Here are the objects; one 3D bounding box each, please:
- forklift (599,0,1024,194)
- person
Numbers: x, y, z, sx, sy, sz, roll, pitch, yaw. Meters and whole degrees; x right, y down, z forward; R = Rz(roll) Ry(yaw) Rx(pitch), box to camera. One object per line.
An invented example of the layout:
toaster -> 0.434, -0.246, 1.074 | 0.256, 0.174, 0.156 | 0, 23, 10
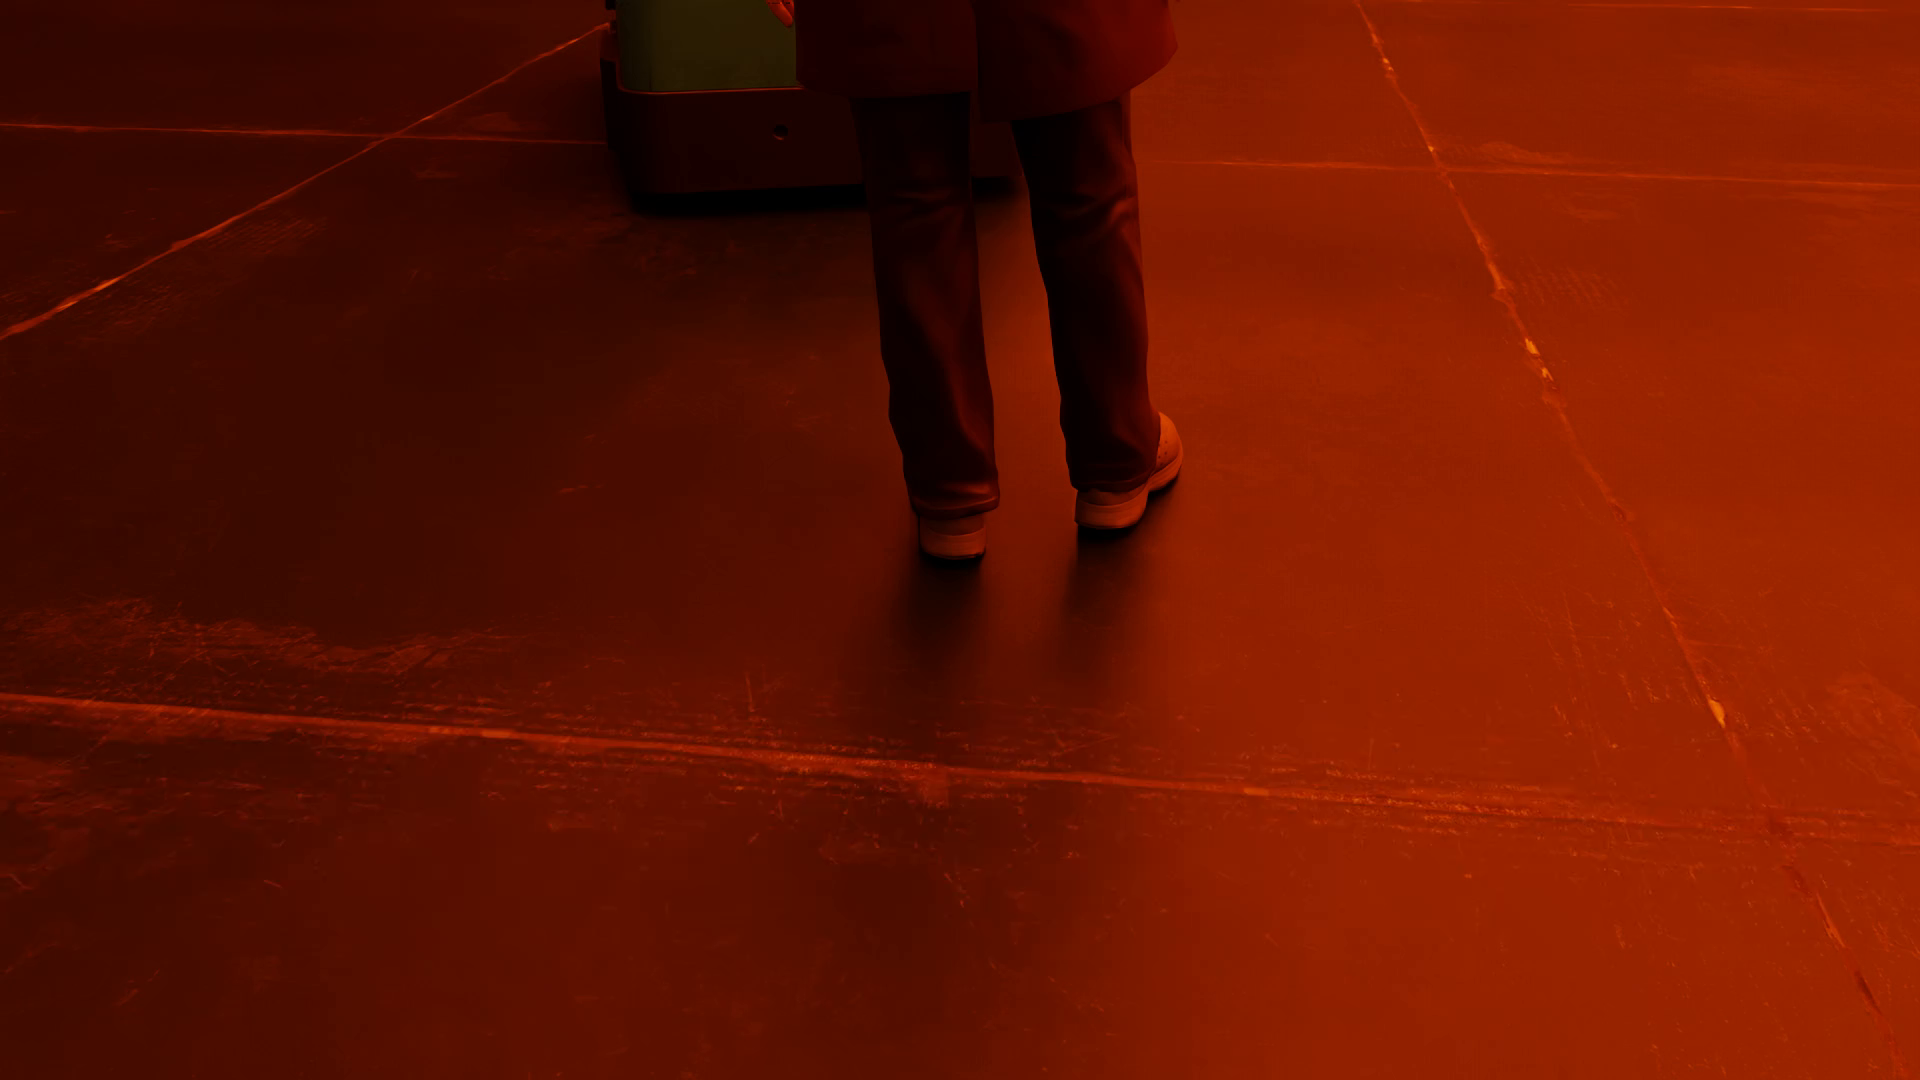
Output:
forklift -> -0.583, -2.781, 4.791 | 1.130, 2.935, 3.031 | -5, 27, -10
person -> 0.016, -0.842, 2.181 | 0.696, 1.778, 0.579 | 3, 27, 7
